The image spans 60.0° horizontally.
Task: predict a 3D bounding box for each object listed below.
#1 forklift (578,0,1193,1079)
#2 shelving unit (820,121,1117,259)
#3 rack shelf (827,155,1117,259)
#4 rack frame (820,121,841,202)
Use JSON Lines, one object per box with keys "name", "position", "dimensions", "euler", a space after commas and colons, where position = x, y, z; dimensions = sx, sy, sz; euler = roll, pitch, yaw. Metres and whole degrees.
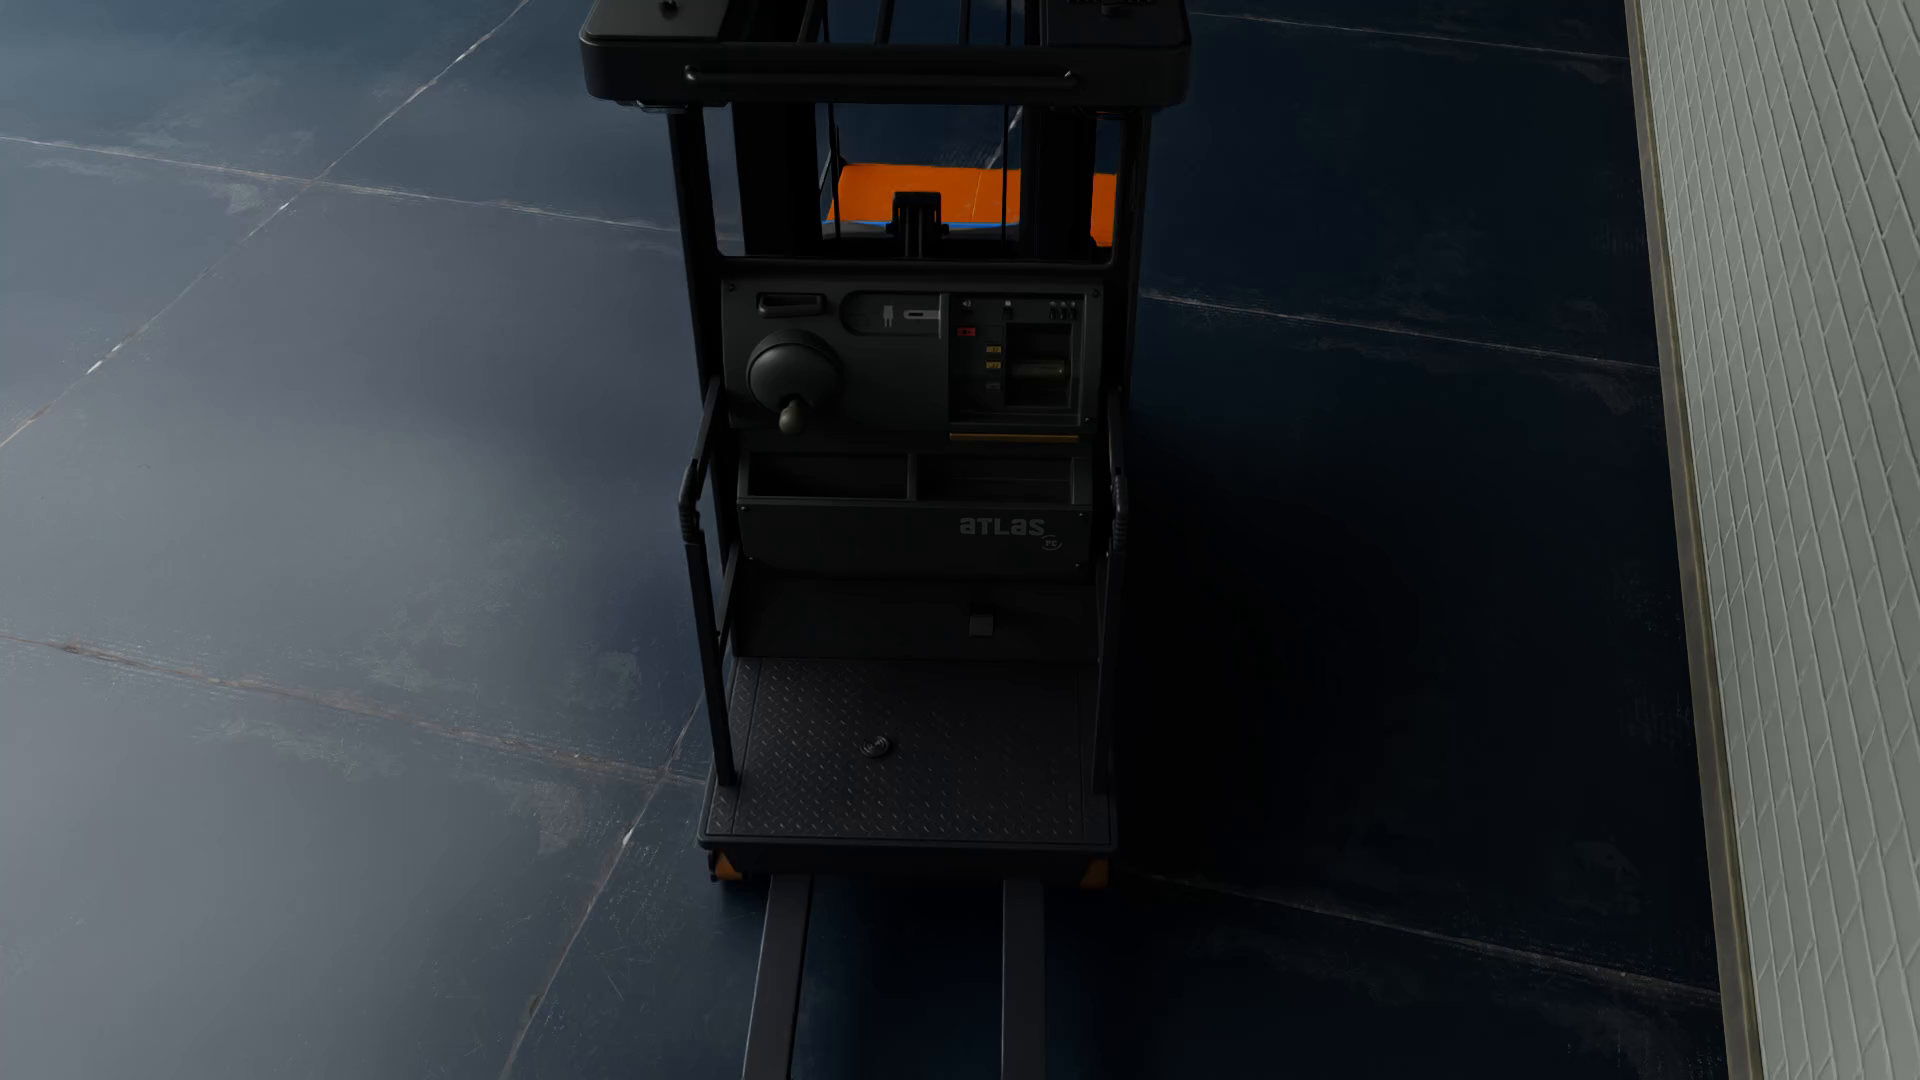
{"name": "forklift", "position": [-0.121, -0.371, 3.913], "dimensions": [1.130, 2.935, 3.031], "euler": [1, 40, 1]}
{"name": "shelving unit", "position": [0.050, -0.820, 5.852], "dimensions": [1.048, 1.125, 0.538], "euler": [4, 40, 4]}
{"name": "rack shelf", "position": [0.050, -1.044, 5.664], "dimensions": [1.000, 0.278, 0.538], "euler": [4, 40, 4]}
{"name": "rack frame", "position": [-0.456, -0.852, 5.889], "dimensions": [0.032, 1.125, 0.500], "euler": [4, 40, 4]}
